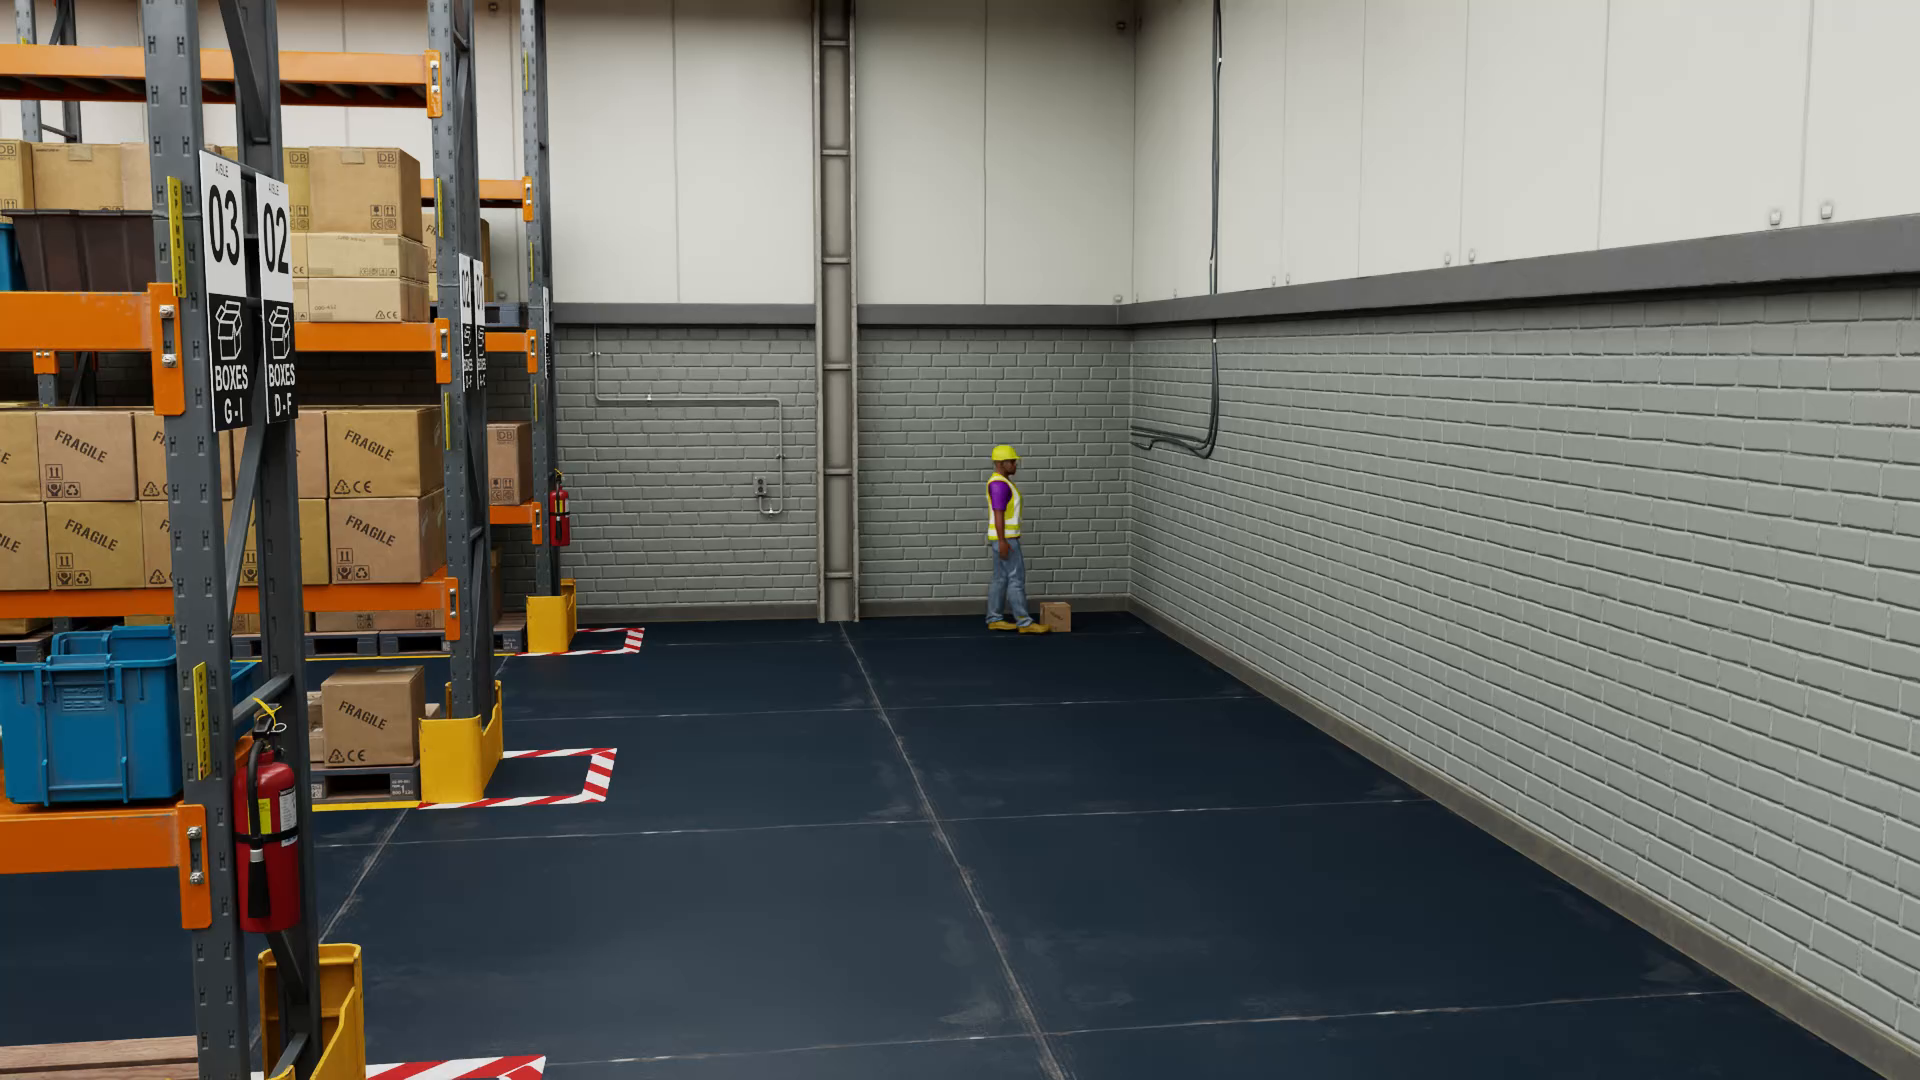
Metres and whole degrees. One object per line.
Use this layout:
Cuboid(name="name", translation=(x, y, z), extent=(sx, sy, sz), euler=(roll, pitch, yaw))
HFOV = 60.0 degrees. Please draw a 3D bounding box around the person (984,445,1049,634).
Cuboid(name="person", translation=(0.530, -0.011, 15.693), extent=(0.609, 1.764, 0.573), euler=(0, 6, -1))
